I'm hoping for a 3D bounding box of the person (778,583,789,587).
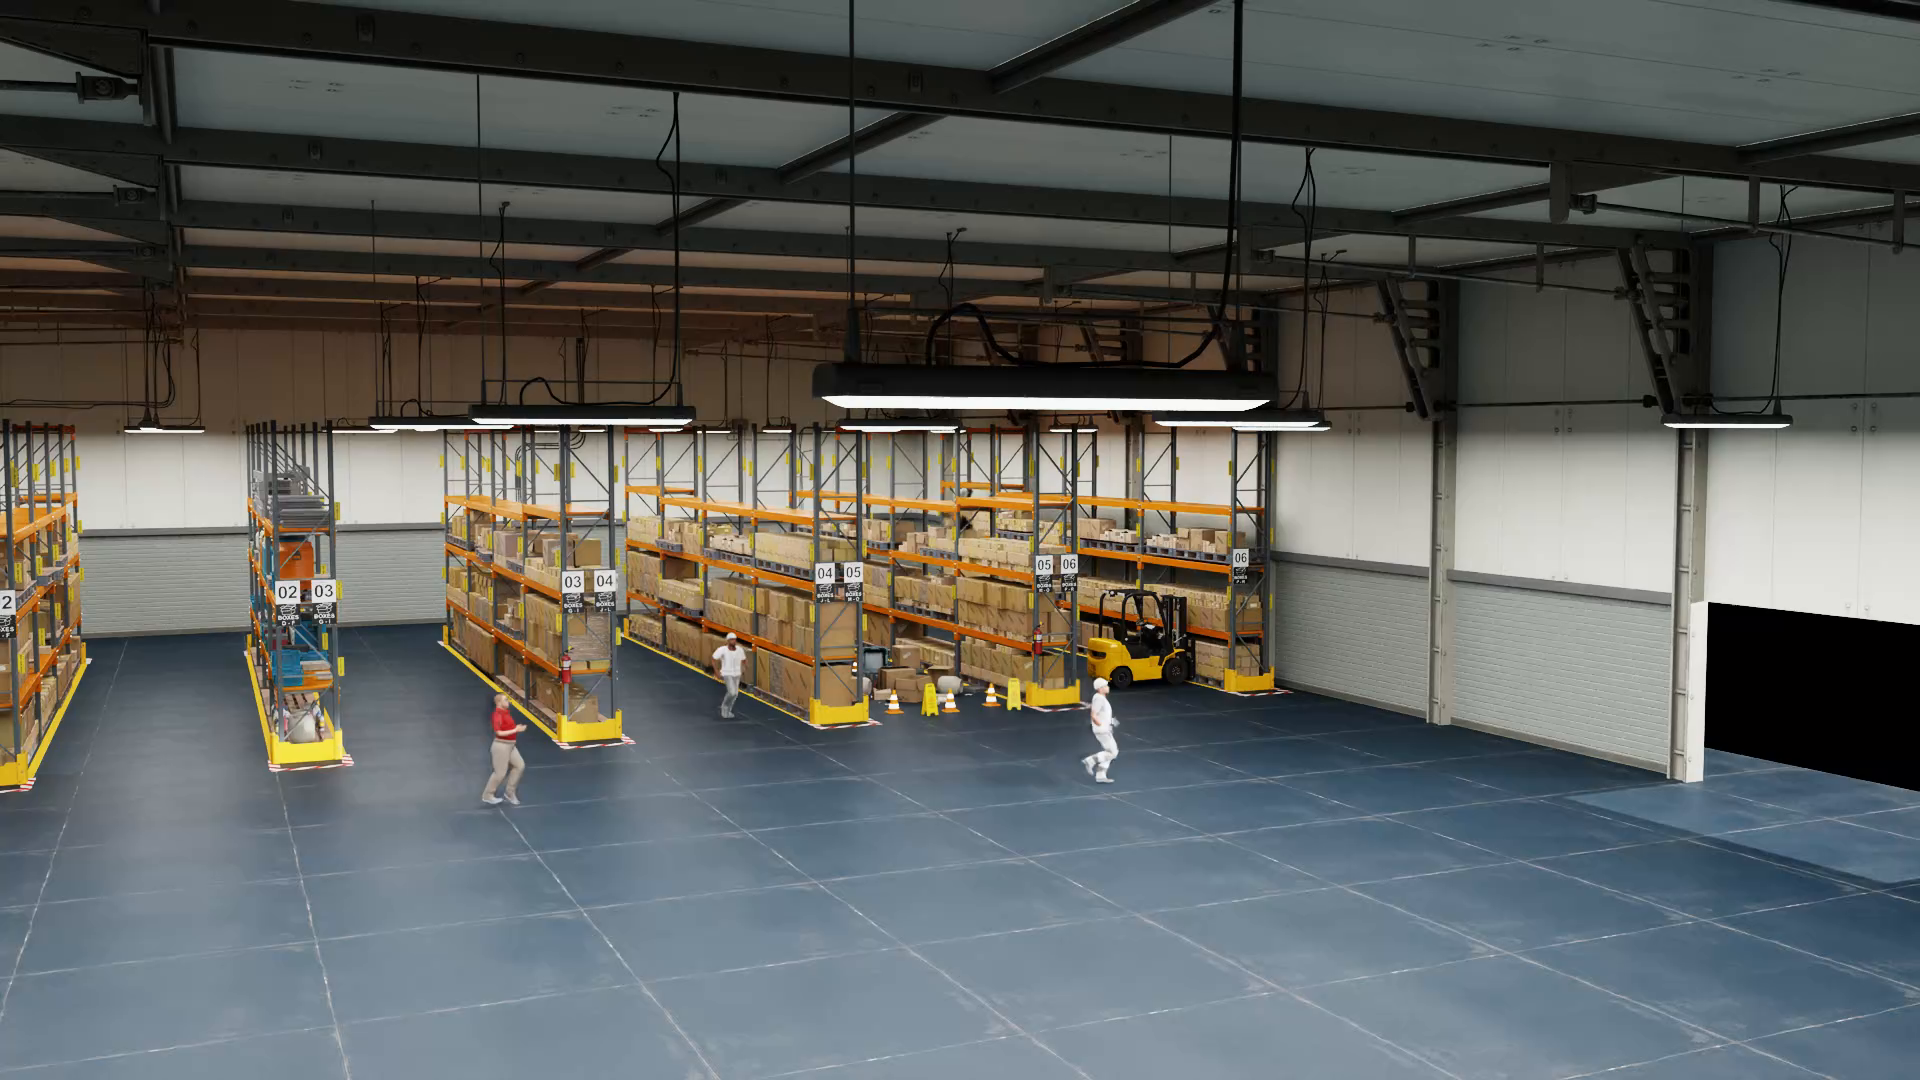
[{"bbox_3d":[-5.362,1.709,51.124,0.666,1.700,0.612,-1,4,-12],"label":"person"}]

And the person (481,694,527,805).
[{"bbox_3d":[-7.038,3.264,25.731,0.727,1.781,0.640,0,4,0],"label":"person"}]

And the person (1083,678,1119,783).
[{"bbox_3d":[2.326,3.142,27.409,0.601,1.738,0.647,0,4,6],"label":"person"}]

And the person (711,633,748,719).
[{"bbox_3d":[-4.604,2.744,33.665,0.700,1.738,0.633,-3,5,-40],"label":"person"}]

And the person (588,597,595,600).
[{"bbox_3d":[-10.704,1.875,47.828,0.716,1.714,0.501,2,4,27],"label":"person"}]
